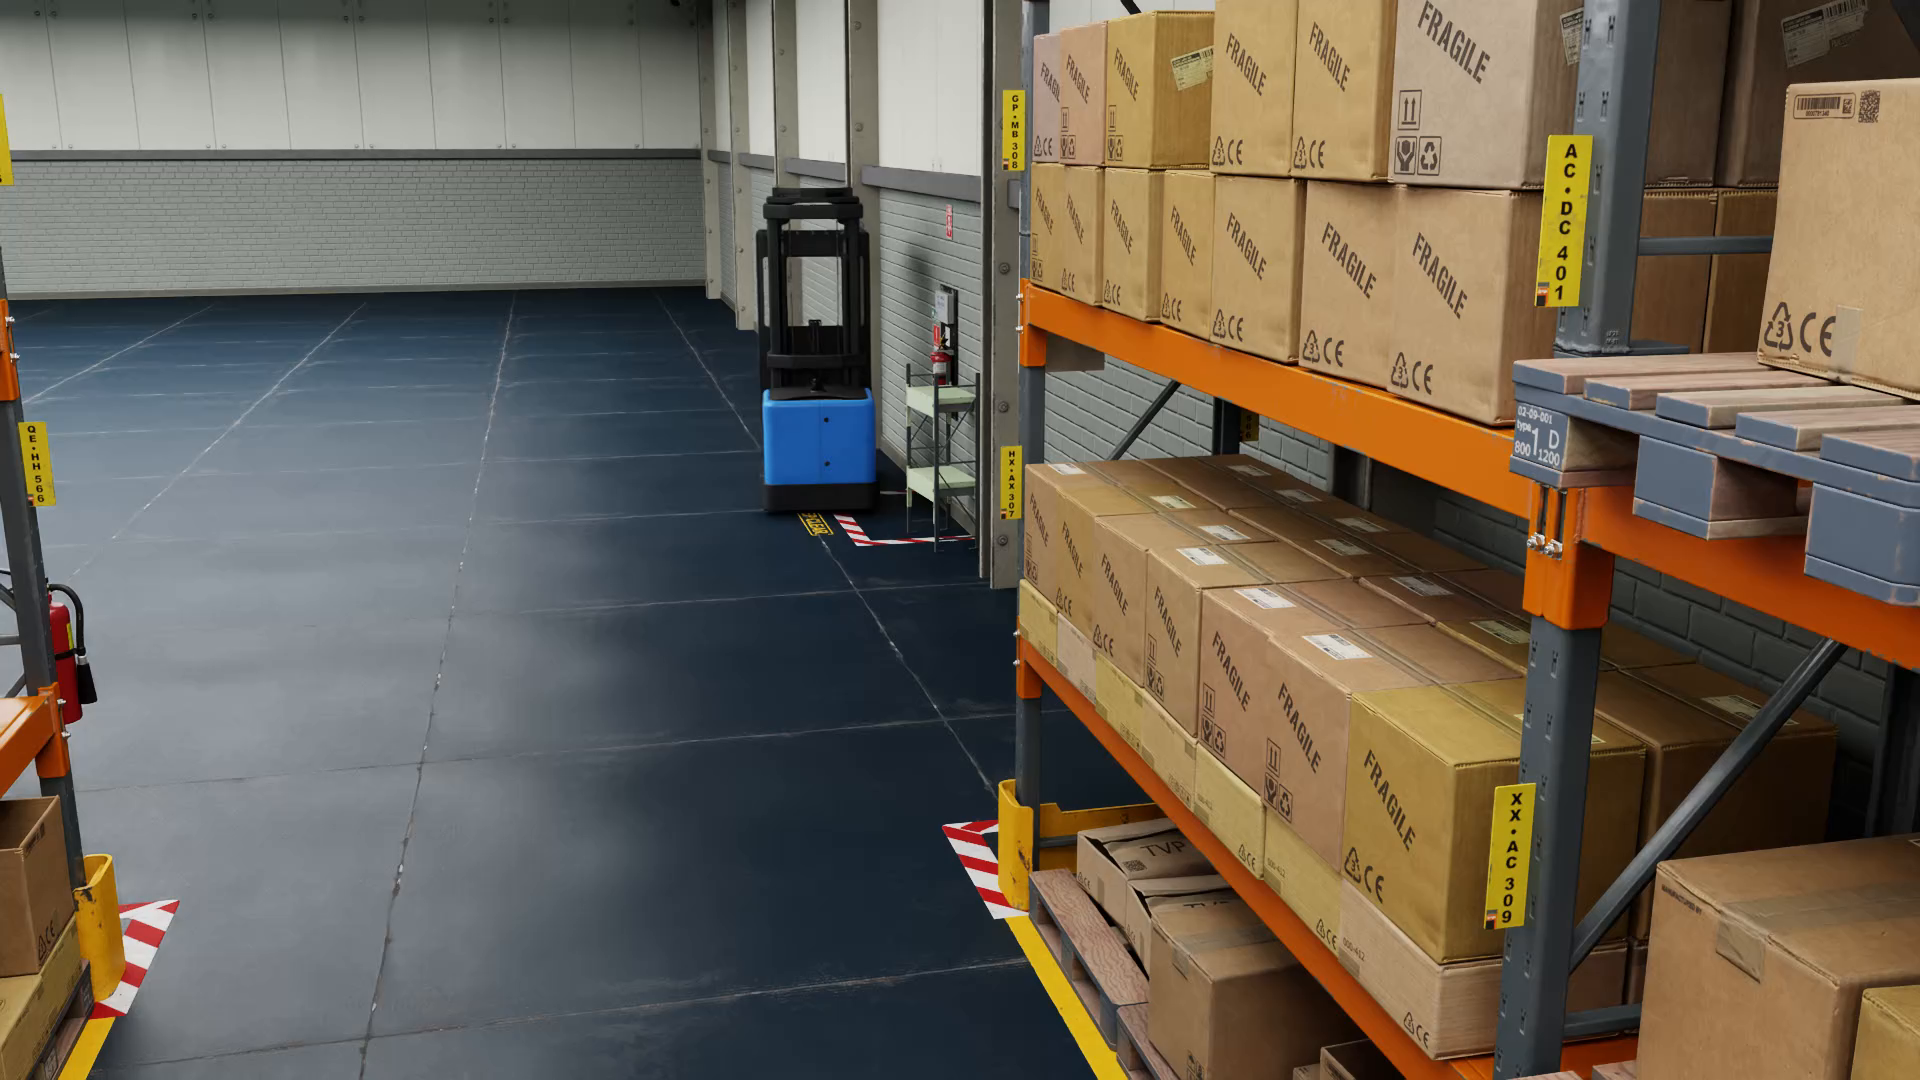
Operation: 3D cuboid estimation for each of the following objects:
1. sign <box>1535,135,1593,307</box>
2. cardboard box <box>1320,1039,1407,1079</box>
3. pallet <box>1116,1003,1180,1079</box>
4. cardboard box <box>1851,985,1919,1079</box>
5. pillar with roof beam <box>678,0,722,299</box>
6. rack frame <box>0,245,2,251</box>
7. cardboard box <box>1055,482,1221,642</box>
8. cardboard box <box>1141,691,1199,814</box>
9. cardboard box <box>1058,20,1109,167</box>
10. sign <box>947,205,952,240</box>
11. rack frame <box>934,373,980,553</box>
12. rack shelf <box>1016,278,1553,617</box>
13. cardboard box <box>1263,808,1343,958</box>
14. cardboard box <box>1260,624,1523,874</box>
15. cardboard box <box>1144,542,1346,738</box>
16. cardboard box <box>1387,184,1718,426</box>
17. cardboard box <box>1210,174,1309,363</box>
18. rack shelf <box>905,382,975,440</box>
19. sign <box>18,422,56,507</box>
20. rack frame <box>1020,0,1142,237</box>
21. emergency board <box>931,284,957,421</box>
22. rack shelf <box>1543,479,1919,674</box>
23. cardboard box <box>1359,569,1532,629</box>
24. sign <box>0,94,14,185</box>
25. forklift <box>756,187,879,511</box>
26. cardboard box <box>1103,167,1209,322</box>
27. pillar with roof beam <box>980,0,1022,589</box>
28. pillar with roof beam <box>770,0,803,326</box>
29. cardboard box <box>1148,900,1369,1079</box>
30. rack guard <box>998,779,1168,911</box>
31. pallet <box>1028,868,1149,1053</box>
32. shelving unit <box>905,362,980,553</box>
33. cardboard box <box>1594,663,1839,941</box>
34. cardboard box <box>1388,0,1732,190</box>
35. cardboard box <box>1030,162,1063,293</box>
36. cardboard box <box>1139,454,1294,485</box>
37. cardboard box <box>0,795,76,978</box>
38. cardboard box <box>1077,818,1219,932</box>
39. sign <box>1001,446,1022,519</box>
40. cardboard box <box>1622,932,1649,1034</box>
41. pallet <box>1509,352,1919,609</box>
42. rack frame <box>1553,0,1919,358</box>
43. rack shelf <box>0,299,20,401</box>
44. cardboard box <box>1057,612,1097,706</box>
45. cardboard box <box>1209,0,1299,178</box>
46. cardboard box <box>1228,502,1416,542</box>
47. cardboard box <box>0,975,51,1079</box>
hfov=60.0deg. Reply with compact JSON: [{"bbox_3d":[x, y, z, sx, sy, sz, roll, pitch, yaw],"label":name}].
[{"bbox_3d":[1.170,-0.615,3.214,0.100,0.325,0.005,-3,14,-13],"label":"sign"},{"bbox_3d":[1.413,1.825,4.978,0.500,0.500,0.500,-4,14,-17],"label":"cardboard box"},{"bbox_3d":[1.213,1.981,5.874,1.003,0.211,1.213,-3,14,-13],"label":"pallet"},{"bbox_3d":[1.906,1.048,2.681,0.700,0.500,0.500,-2,14,-7],"label":"cardboard box"},{"bbox_3d":[-9.469,-9.343,33.710,9.100,9.000,0.548,-3,14,-13],"label":"pillar with roof beam"},{"bbox_3d":[-4.058,-2.499,5.694,1.000,3.000,0.127,-3,14,-13],"label":"rack frame"},{"bbox_3d":[0.683,0.079,6.478,0.500,0.500,0.500,-3,14,-13],"label":"cardboard box"},{"bbox_3d":[0.928,0.686,5.575,0.500,0.250,0.500,-3,14,-13],"label":"cardboard box"},{"bbox_3d":[0.679,-1.642,6.147,0.500,0.500,0.500,-3,14,-14],"label":"cardboard box"},{"bbox_3d":[-0.096,-2.838,14.839,0.001,0.298,0.199,-3,14,-13],"label":"sign"},{"bbox_3d":[-0.023,-0.642,13.895,0.400,1.500,0.023,-5,15,-19],"label":"rack frame"},{"bbox_3d":[1.226,-0.508,5.381,1.077,0.370,4.000,-3,14,-13],"label":"rack shelf"},{"bbox_3d":[1.181,0.917,4.629,0.500,0.250,0.500,-3,14,-13],"label":"cardboard box"},{"bbox_3d":[1.161,0.554,4.535,0.500,0.500,0.500,-3,14,-14],"label":"cardboard box"},{"bbox_3d":[0.931,0.317,5.504,0.500,0.500,0.500,-3,14,-11],"label":"cardboard box"},{"bbox_3d":[1.336,-0.557,3.815,0.500,0.500,0.500,-3,14,-12],"label":"cardboard box"},{"bbox_3d":[1.063,-0.800,4.808,0.500,0.500,0.500,-4,14,-15],"label":"cardboard box"},{"bbox_3d":[-0.149,-1.103,14.136,0.431,0.370,0.720,-5,15,-19],"label":"rack shelf"},{"bbox_3d":[-3.527,-0.289,6.351,0.100,0.325,0.005,-3,14,-13],"label":"sign"},{"bbox_3d":[0.756,-2.776,6.828,1.000,3.000,0.127,-3,14,-13],"label":"rack frame"},{"bbox_3d":[-0.191,-1.705,15.084,0.194,1.169,0.643,-3,14,-13],"label":"emergency board"},{"bbox_3d":[2.165,0.415,1.604,1.077,0.370,4.000,-3,14,-13],"label":"rack shelf"},{"bbox_3d":[1.559,0.405,5.142,0.500,0.500,0.500,-3,14,-12],"label":"cardboard box"},{"bbox_3d":[-3.527,-1.460,6.065,0.100,0.325,0.005,-3,14,-13],"label":"sign"},{"bbox_3d":[-1.439,-1.989,16.393,1.130,2.935,3.031,-2,14,-6],"label":"forklift"},{"bbox_3d":[0.809,-1.040,5.792,0.500,0.500,0.500,-3,14,-11],"label":"cardboard box"},{"bbox_3d":[-3.832,-3.807,11.048,9.100,9.000,0.400,-3,14,-13],"label":"pillar with roof beam"},{"bbox_3d":[-6.651,-6.575,22.379,9.100,9.000,0.400,-3,14,-13],"label":"pillar with roof beam"},{"bbox_3d":[1.089,1.607,5.868,0.700,0.500,0.500,-4,14,-17],"label":"cardboard box"},{"bbox_3d":[0.774,1.370,7.765,1.175,0.500,0.348,-3,14,-13],"label":"rack guard"},{"bbox_3d":[0.930,1.700,7.024,1.003,0.211,1.213,-3,14,-13],"label":"pallet"},{"bbox_3d":[-0.149,-0.724,14.229,0.431,1.500,0.755,-5,15,-19],"label":"shelving unit"},{"bbox_3d":[1.788,0.640,4.181,0.500,0.500,0.500,-4,14,-14],"label":"cardboard box"},{"bbox_3d":[1.314,-1.040,3.685,0.500,0.500,0.500,-5,14,-18],"label":"cardboard box"},{"bbox_3d":[0.592,-1.286,6.797,0.500,0.500,0.500,-3,14,-12],"label":"cardboard box"},{"bbox_3d":[1.073,-0.066,7.070,0.500,0.500,0.500,-3,14,-14],"label":"cardboard box"},{"bbox_3d":[-3.643,1.290,6.155,0.500,0.500,0.500,-3,14,-13],"label":"cardboard box"},{"bbox_3d":[0.831,1.396,7.133,0.500,0.311,0.500,-5,15,-20],"label":"cardboard box"},{"bbox_3d":[0.229,-0.252,7.313,0.100,0.325,0.005,-3,14,-13],"label":"sign"},{"bbox_3d":[1.794,1.004,4.271,0.500,0.250,0.500,-3,14,-13],"label":"cardboard box"},{"bbox_3d":[1.737,-0.156,2.822,1.213,0.211,1.003,-3,14,-13],"label":"pallet"},{"bbox_3d":[1.696,-1.853,3.051,1.000,3.000,0.127,-3,14,-13],"label":"rack frame"},{"bbox_3d":[-3.588,-0.231,4.247,1.077,0.370,4.000,-3,14,-13],"label":"rack shelf"},{"bbox_3d":[0.698,0.451,6.535,0.500,0.250,0.500,-4,14,-15],"label":"cardboard box"},{"bbox_3d":[1.043,-1.286,4.691,0.500,0.500,0.500,-4,14,-15],"label":"cardboard box"},{"bbox_3d":[1.308,0.170,6.105,0.500,0.500,0.500,-4,14,-15],"label":"cardboard box"},{"bbox_3d":[-3.516,1.769,5.774,0.500,0.250,0.500,-3,14,-13],"label":"cardboard box"}]
